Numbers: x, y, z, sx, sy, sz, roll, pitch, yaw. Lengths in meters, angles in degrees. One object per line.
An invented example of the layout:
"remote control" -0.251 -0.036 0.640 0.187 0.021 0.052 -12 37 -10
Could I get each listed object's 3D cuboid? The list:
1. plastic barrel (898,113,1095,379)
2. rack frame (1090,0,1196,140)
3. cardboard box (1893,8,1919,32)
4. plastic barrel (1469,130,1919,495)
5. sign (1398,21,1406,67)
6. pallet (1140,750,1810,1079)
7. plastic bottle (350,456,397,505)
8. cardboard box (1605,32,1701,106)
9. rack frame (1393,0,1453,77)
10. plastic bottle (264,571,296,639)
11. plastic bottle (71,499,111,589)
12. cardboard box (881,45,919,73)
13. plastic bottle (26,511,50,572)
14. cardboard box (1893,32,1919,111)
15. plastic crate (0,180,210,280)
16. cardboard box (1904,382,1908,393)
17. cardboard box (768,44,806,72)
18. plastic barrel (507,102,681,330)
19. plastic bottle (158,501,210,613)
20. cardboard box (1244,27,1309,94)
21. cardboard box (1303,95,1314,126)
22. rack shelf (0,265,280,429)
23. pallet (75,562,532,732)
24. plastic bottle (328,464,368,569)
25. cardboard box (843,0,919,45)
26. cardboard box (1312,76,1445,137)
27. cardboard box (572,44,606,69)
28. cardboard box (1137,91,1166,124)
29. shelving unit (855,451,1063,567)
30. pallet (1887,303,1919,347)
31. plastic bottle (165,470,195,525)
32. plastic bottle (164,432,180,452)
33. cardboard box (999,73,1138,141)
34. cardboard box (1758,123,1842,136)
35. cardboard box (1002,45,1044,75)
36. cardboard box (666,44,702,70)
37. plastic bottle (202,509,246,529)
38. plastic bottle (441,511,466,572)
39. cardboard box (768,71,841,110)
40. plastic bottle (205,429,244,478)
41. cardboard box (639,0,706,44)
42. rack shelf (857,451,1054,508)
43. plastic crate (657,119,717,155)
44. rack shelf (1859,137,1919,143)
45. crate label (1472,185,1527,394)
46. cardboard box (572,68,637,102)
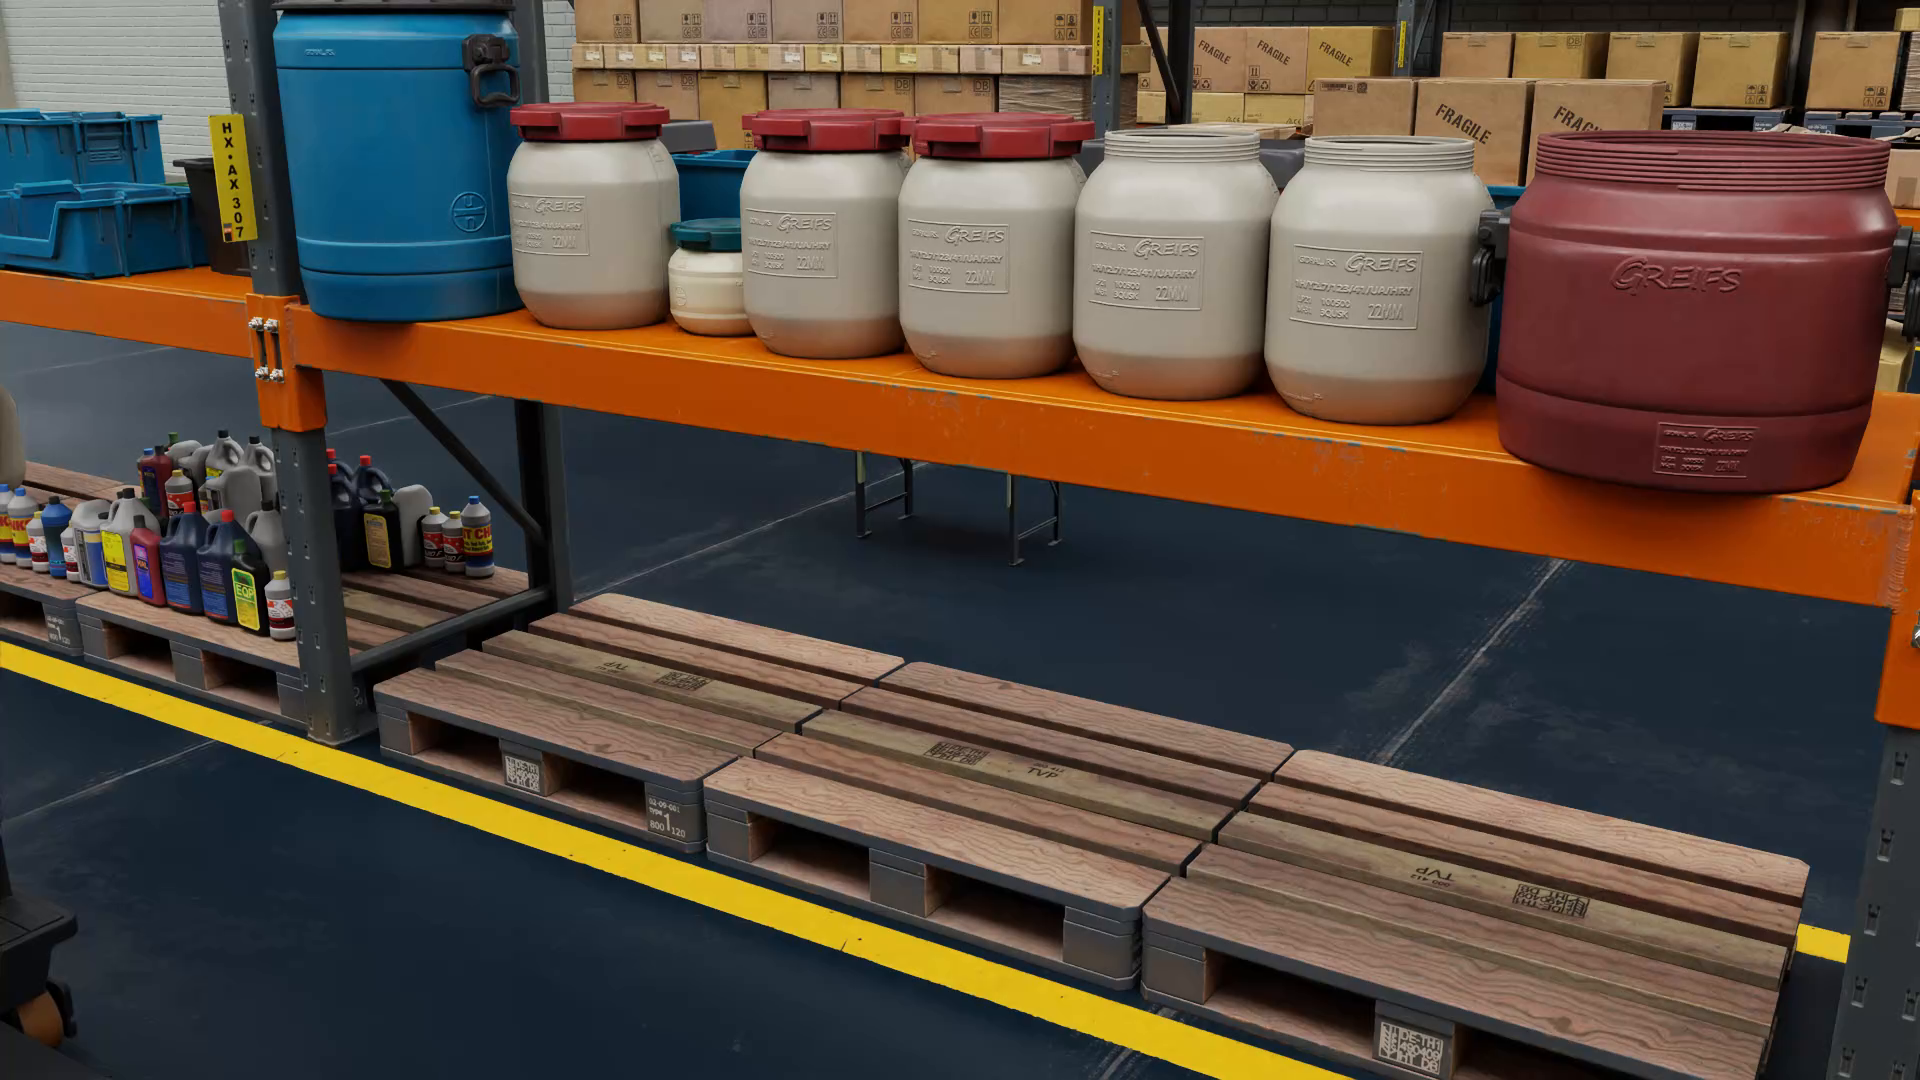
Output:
"plastic barrel" 0.077 -0.643 3.603 0.433 0.535 0.433 0 17 0
"rack frame" 0.978 -2.181 8.901 0.127 3.000 1.000 10 20 30
"cardboard box" 6.385 -3.459 11.063 0.250 0.149 0.380 7 18 21
"plastic barrel" 1.237 -0.407 2.827 0.708 0.536 0.600 10 20 30
"sign" 3.290 -3.687 12.370 0.005 0.325 0.100 10 20 30
"pallet" 1.152 0.860 3.686 1.213 0.211 1.003 10 20 30
"plastic bottle" -2.088 -0.124 5.928 0.185 0.351 0.144 11 20 32
"cardboard box" 5.033 -3.402 11.991 0.500 0.500 0.700 13 21 38
"rack frame" 3.568 -3.409 12.942 0.127 3.000 1.000 10 20 30
"plastic bottle" -2.089 0.195 5.135 0.097 0.201 0.097 0 17 0
"plastic bottle" -2.892 0.007 5.626 0.135 0.276 0.152 11 20 31
"cardboard box" -0.231 -2.683 9.265 0.250 0.149 0.380 10 20 30
"plastic bottle" -3.182 0.000 5.777 0.097 0.201 0.097 0 17 0
"cardboard box" 6.571 -3.128 11.088 0.500 0.500 0.700 8 18 24
"plastic crate" -2.702 -0.985 5.219 0.616 0.251 0.499 10 20 30
"cardboard box" 4.094 -0.610 7.738 0.500 0.250 0.500 10 20 30
"cardboard box" -0.899 -2.801 9.653 0.250 0.149 0.380 10 20 31
"plastic barrel" -0.917 -0.820 4.187 0.433 0.535 0.433 0 17 0
"plastic bottle" -2.480 0.046 5.369 0.185 0.351 0.144 9 19 27
"cardboard box" 2.575 -3.775 13.082 0.500 0.500 0.500 10 20 30
"cardboard box" 3.006 -3.343 12.951 0.500 0.250 0.500 10 20 30
"rack shelf" -3.321 -0.915 5.970 4.000 0.370 1.077 10 20 30
"pallet" -2.168 0.267 5.640 1.213 0.211 1.003 10 20 30
"plastic bottle" -2.163 -0.088 5.810 0.185 0.351 0.144 10 20 30
"cardboard box" -0.261 -3.069 9.418 0.500 0.500 0.700 10 20 30
"cardboard box" 2.073 -2.028 8.225 0.500 0.500 0.500 12 21 34
"cardboard box" -2.208 -3.035 10.423 0.250 0.149 0.380 10 20 30
"cardboard box" 1.719 -3.570 13.697 0.500 0.250 0.500 10 20 31
"shelving unit" -0.006 -0.719 6.667 0.755 1.500 0.431 10 20 30
"pallet" 6.311 -1.585 11.737 1.213 0.211 1.003 10 20 30
"plastic bottle" -2.962 -0.164 6.319 0.097 0.201 0.097 0 17 0
"plastic bottle" -3.122 -0.290 6.592 0.133 0.283 0.061 11 20 31
"cardboard box" 0.597 -2.295 9.104 0.500 0.500 0.700 10 19 29
"cardboard box" 3.726 -1.714 7.517 0.500 0.311 0.500 10 19 29
"cardboard box" 0.425 -2.566 8.879 0.250 0.149 0.380 10 19 29
"cardboard box" -1.556 -2.918 10.039 0.250 0.149 0.380 10 19 29
"plastic bottle" -2.424 0.041 5.513 0.135 0.276 0.152 10 20 30
"plastic bottle" -1.746 0.001 5.775 0.097 0.201 0.097 0 17 0
"cardboard box" -0.718 -2.529 9.872 0.500 0.500 0.700 11 20 32
"plastic bottle" -2.769 -0.245 6.328 0.185 0.351 0.144 11 20 32
"cardboard box" -1.543 -3.297 10.171 0.500 0.500 0.700 10 19 29
"rack shelf" -0.006 -0.407 6.761 0.720 0.370 0.431 10 20 30
"plastic crate" -1.044 -0.988 4.862 0.583 0.464 0.402 10 20 30
"rack shelf" 5.272 -2.760 12.045 4.000 0.370 1.077 10 20 30
"crate label" 1.086 -0.582 3.574 0.616 0.435 0.502 10 20 30
"cardboard box" -2.039 -2.763 10.645 0.500 0.500 0.700 10 20 30
